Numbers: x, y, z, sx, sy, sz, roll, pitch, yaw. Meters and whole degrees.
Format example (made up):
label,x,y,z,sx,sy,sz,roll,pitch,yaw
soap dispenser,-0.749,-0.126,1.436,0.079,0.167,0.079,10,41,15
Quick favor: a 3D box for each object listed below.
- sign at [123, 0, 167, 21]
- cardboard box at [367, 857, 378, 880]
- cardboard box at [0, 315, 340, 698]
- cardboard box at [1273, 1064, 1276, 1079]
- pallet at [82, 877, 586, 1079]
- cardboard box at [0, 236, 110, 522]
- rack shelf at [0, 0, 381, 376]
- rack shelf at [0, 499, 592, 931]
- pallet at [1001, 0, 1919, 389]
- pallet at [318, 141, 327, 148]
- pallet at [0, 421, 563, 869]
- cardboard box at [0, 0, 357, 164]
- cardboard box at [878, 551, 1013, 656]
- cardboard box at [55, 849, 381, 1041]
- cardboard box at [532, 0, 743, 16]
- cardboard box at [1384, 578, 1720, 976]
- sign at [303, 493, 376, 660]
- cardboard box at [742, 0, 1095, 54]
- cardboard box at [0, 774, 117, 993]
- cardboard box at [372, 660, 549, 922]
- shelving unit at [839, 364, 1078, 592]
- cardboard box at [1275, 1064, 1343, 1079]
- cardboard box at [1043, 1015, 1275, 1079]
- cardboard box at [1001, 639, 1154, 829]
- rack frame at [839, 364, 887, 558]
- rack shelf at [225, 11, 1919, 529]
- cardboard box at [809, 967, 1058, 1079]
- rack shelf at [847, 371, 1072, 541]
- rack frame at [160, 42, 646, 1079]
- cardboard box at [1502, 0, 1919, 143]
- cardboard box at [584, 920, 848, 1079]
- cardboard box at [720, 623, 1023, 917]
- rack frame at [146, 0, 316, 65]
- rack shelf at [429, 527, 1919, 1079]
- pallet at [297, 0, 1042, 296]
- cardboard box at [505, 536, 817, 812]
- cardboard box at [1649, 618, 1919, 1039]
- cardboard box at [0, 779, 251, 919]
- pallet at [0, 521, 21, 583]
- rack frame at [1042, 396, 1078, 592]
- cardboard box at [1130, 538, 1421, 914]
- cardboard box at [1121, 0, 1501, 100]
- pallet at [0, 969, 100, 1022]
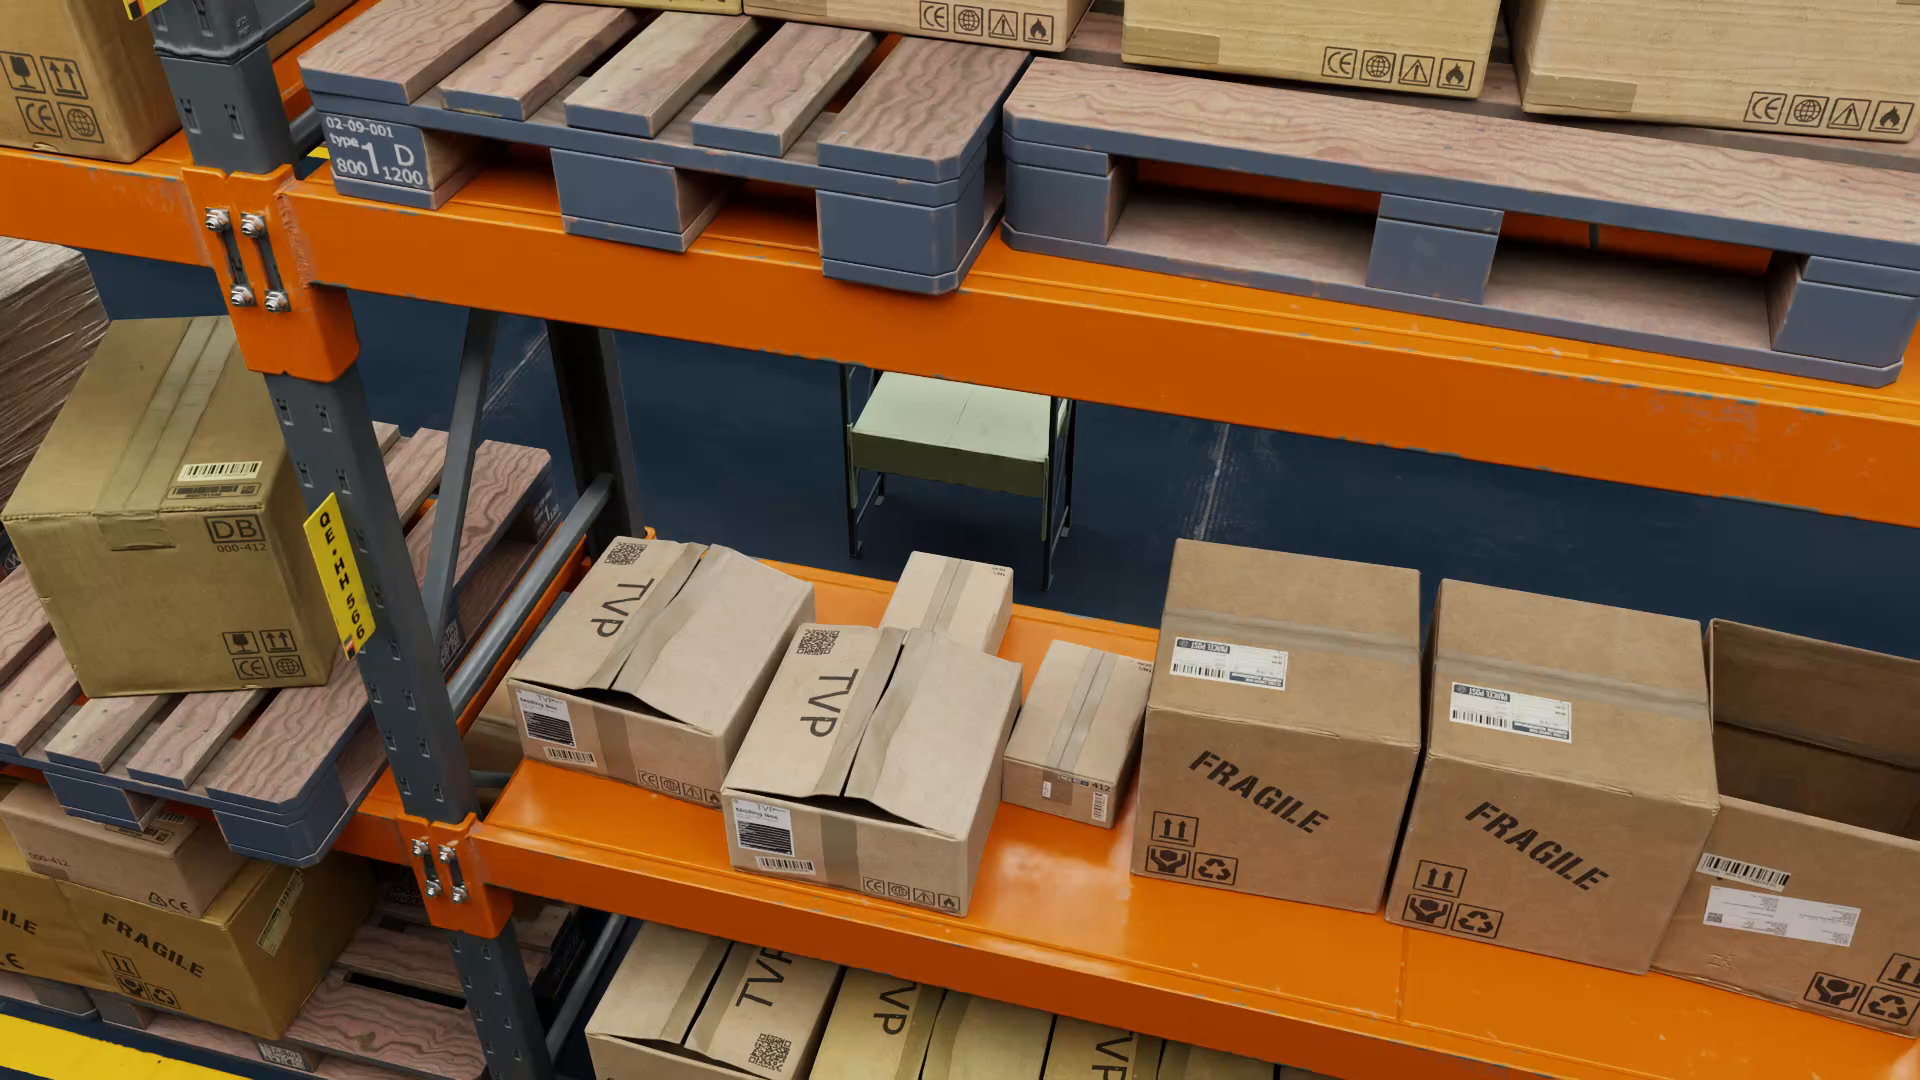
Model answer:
label,x,y,z,sx,sy,sz,roll,pitch,yaw
sign,-1.125,-0.867,2.216,0.005,0.325,0.100,10,41,11
cardboard box,-1.856,0.594,4.811,0.500,0.500,0.500,8,41,10
cardboard box,-1.620,-0.091,3.622,0.500,0.500,0.700,-3,40,-3
cardboard box,0.932,1.555,3.877,0.500,0.250,0.500,11,41,12
pallet,-1.694,1.063,4.821,1.213,0.211,1.003,10,41,11
cardboard box,-2.454,-0.362,3.944,0.500,0.500,0.700,17,43,20
rack shelf,-2.915,-1.063,3.411,4.000,0.370,1.077,10,41,11
rack shelf,-2.915,0.085,4.375,4.000,0.370,1.077,10,41,11
pallet,0.777,-0.693,2.557,1.213,0.211,1.003,12,41,13
pallet,-2.828,-2.377,8.917,1.213,0.211,1.003,10,41,11
pallet,-1.656,0.147,3.892,1.003,0.211,1.213,10,41,11
cardboard box,-1.413,-1.096,2.813,0.500,0.500,0.910,10,41,11
cardboard box,-0.042,0.216,3.855,0.250,0.149,0.380,10,41,11
cardboard box,-1.947,0.922,4.422,0.500,0.500,0.500,11,41,13
cardboard box,-0.530,-1.069,2.648,0.500,0.250,0.500,7,41,8
cardboard box,1.151,0.460,3.292,0.500,0.500,0.500,10,41,11
sign,-1.114,0.068,2.998,0.005,0.325,0.100,10,41,11
cardboard box,-0.019,-0.993,2.558,0.500,0.250,0.500,11,41,13
cardboard box,-2.447,0.835,4.525,0.500,0.500,0.500,8,41,10
cardboard box,-1.348,0.678,4.712,0.500,0.500,0.500,11,41,13
shelving unit,0.006,-0.573,5.766,0.755,1.500,0.431,10,41,11
cardboard box,0.946,1.343,3.694,0.500,0.311,0.500,9,41,11
cardboard box,0.449,1.258,3.796,0.500,0.311,0.500,9,41,10
cardboard box,0.264,0.416,3.618,0.250,0.149,0.380,13,42,15
rack frame,-0.347,-0.634,5.839,0.023,1.500,0.400,10,41,11
rack shelf,0.949,-0.398,2.619,4.000,0.370,1.077,10,41,11
cardboard box,-0.043,1.171,3.898,0.500,0.311,0.500,9,41,10
rack shelf,0.006,-0.324,5.976,0.720,0.370,0.431,10,41,11
rack frame,-0.983,0.142,3.748,0.127,3.000,1.000,10,41,11
cardboard box,1.050,-0.801,2.329,0.500,0.250,0.500,7,40,8
cardboard box,-0.553,1.089,3.996,0.500,0.311,0.500,11,41,13
cardboard box,-0.169,0.446,3.456,0.500,0.311,0.500,9,41,11
rack frame,-0.983,-2.155,1.819,0.127,3.000,1.000,10,41,11
rack shelf,0.949,0.750,3.584,4.000,0.370,1.077,10,41,11
pallet,-0.304,-0.877,2.776,1.003,0.211,1.213,12,41,13
cardboard box,-0.643,0.264,3.672,0.500,0.311,0.500,12,42,14
cardboard box,1.635,0.544,3.193,0.500,0.500,0.500,13,42,15
cardboard box,-2.002,0.628,4.189,0.500,0.250,0.500,11,41,13
pallet,-2.862,-0.105,4.191,1.213,0.211,1.003,10,41,11
rack frame,0.360,-0.512,5.694,0.023,1.500,0.400,10,41,11
cardboard box,0.642,0.373,3.396,0.500,0.500,0.500,8,41,9
cardboard box,0.531,-0.891,2.436,0.500,0.250,0.500,9,41,11
pallet,-2.869,0.859,5.064,1.213,0.211,1.003,10,41,11
